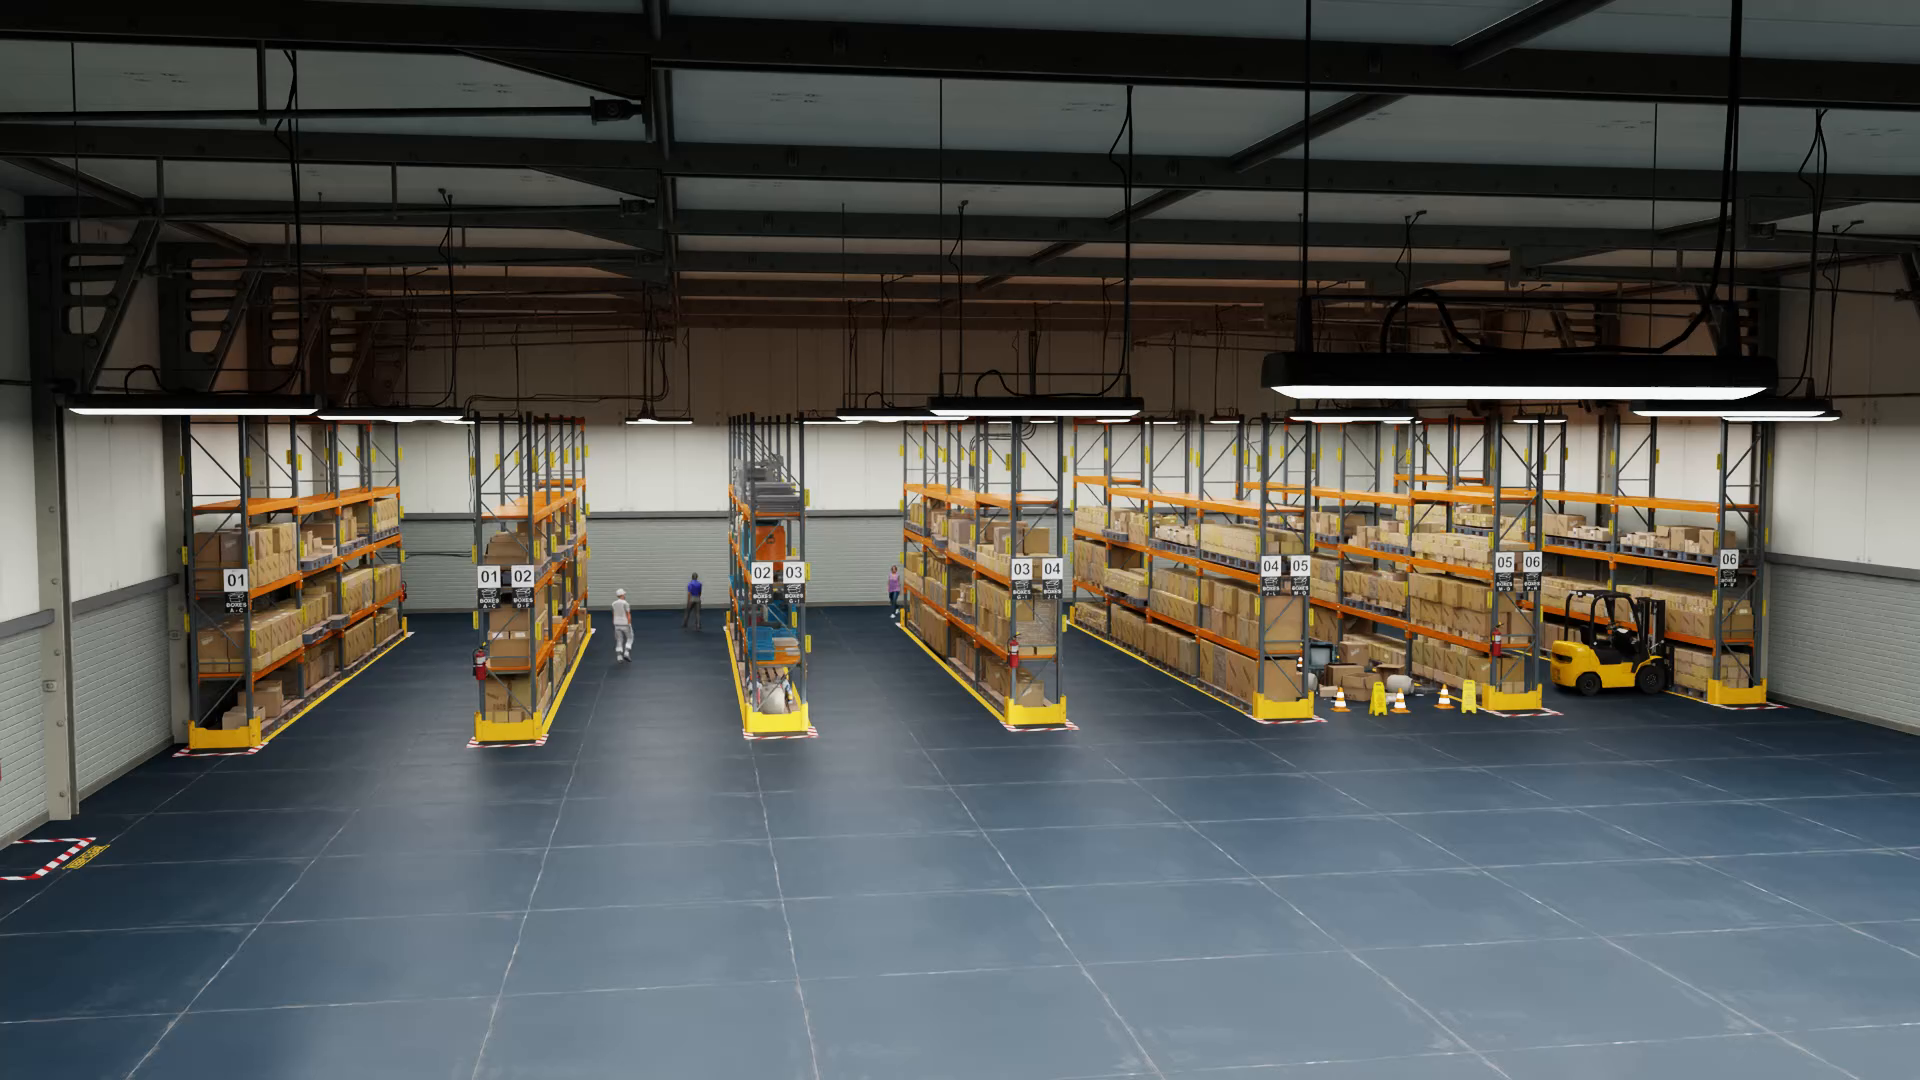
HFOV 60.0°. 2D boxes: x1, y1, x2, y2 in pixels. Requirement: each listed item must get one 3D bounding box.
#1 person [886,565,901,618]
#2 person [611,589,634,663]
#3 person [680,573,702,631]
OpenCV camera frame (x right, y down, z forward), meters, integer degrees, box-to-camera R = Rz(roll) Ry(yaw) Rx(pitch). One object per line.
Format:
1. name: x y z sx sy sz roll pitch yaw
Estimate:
1. person: -1.968 1.527 49.980 0.410 1.555 0.867 1 4 19
2. person: -8.186 2.081 40.365 0.584 1.790 0.470 1 4 15
3. person: -7.510 1.727 46.672 0.543 1.635 0.755 -2 4 -29
